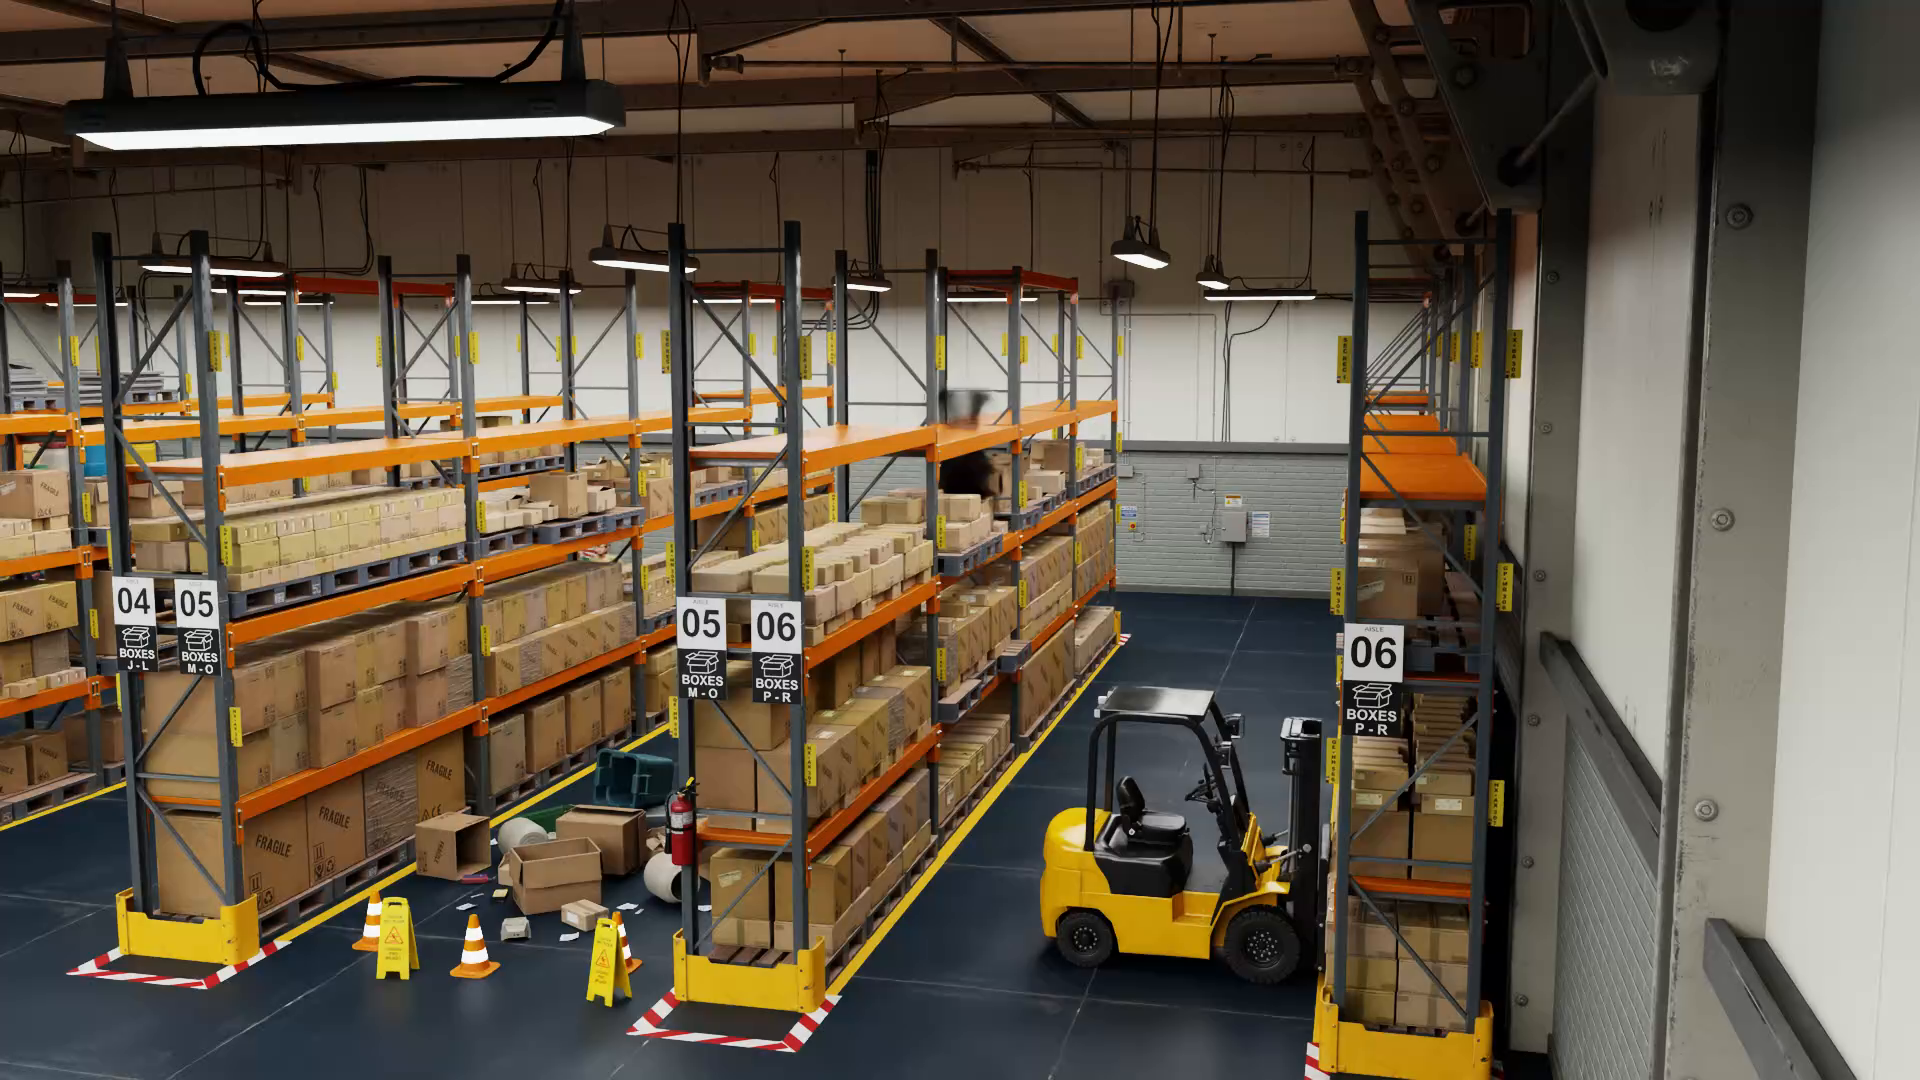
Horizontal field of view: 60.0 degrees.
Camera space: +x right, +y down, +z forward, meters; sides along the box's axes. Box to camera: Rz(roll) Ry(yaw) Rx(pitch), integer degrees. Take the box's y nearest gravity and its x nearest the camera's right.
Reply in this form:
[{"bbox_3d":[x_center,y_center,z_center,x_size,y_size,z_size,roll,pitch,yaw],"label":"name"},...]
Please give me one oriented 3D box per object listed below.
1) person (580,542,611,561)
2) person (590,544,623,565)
[{"bbox_3d":[-7.119,0.402,32.237,0.750,1.786,0.602,-4,8,-30],"label":"person"},{"bbox_3d":[-6.157,0.839,28.826,0.561,1.680,0.662,1,7,10],"label":"person"}]
